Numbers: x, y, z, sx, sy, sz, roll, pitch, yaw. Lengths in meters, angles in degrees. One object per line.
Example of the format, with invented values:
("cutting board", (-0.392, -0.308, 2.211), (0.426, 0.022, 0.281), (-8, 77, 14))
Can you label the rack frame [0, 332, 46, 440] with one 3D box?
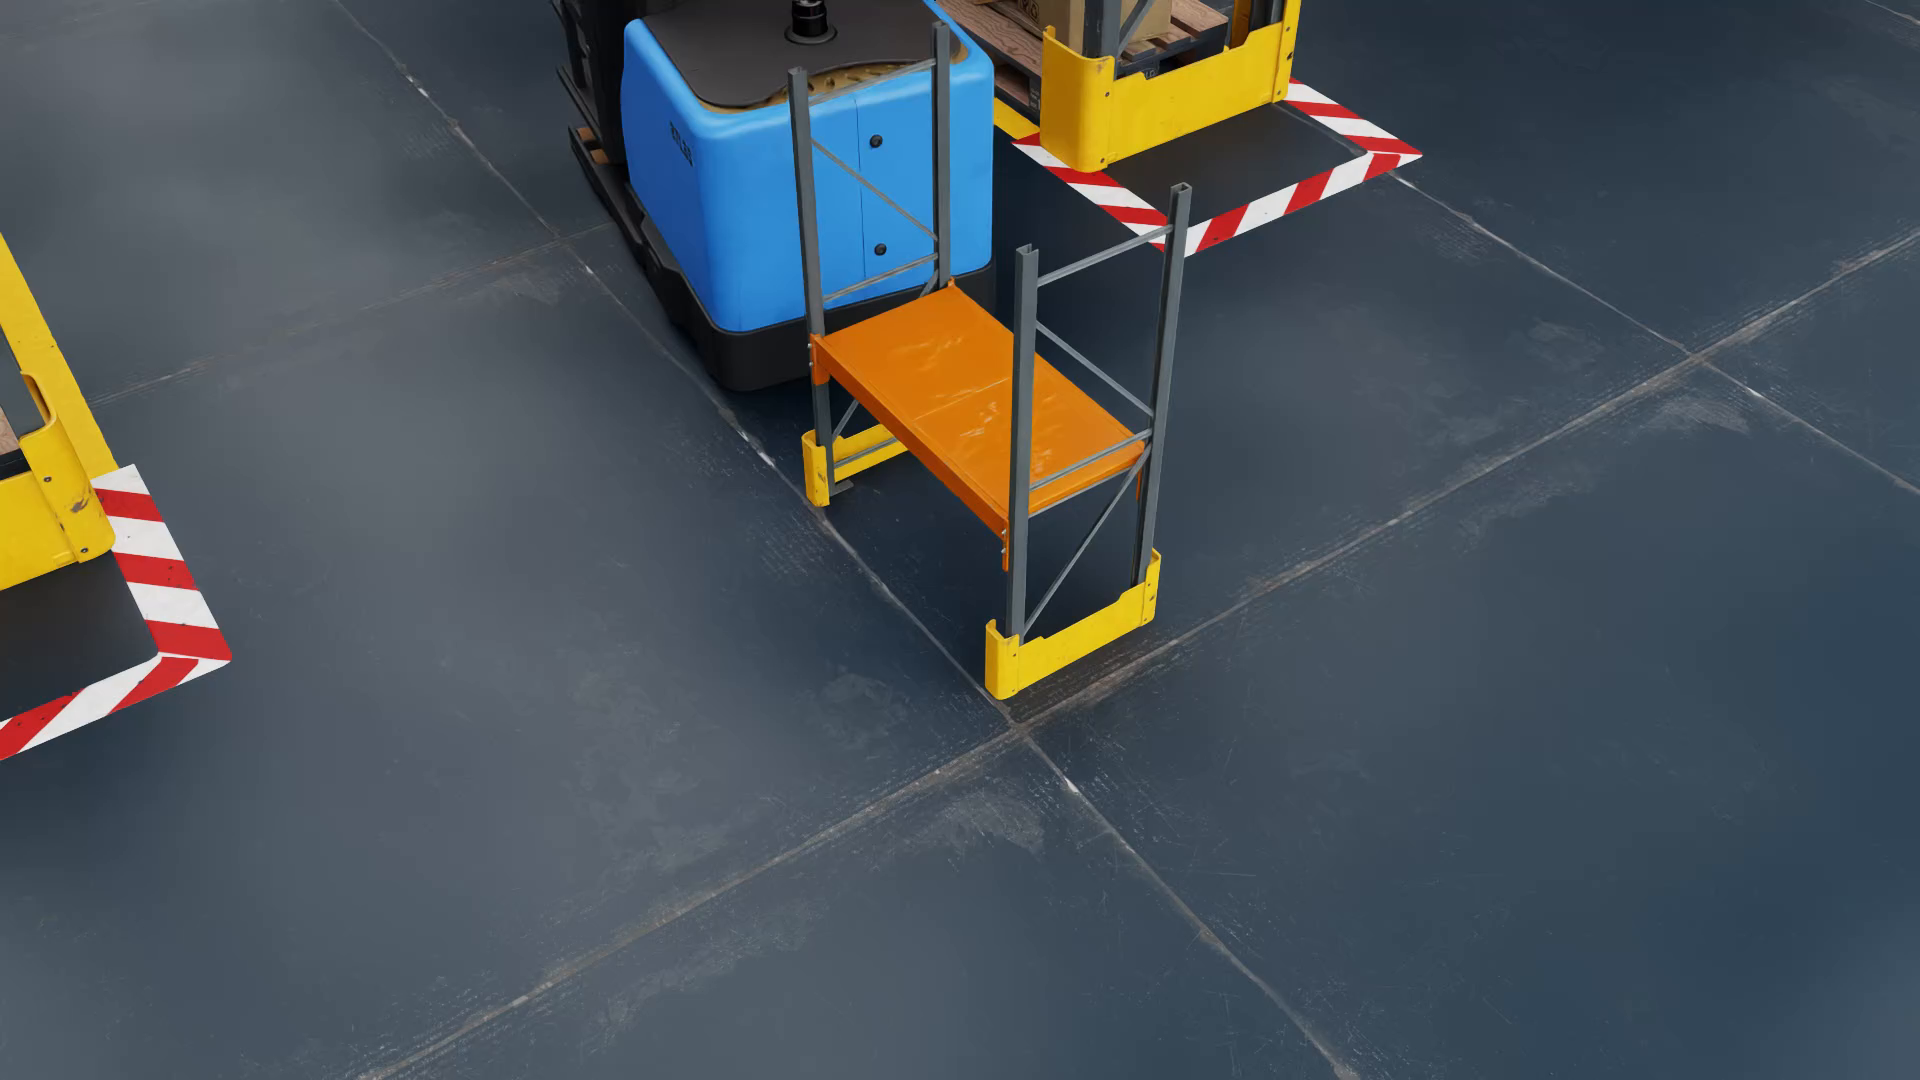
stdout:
("rack frame", (-3.134, -0.904, 4.024), (1.000, 3.000, 0.127), (-26, 49, -24))

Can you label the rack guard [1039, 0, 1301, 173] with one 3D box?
("rack guard", (0.885, -1.999, 6.982), (1.175, 0.500, 0.348), (-26, 49, -24))

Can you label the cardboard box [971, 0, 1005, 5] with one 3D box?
("cardboard box", (0.215, -2.793, 7.510), (0.500, 0.500, 0.500), (-14, 45, -14))

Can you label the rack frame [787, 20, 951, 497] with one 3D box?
("rack frame", (-0.242, -0.782, 4.983), (0.500, 1.500, 0.032), (-26, 49, -24))

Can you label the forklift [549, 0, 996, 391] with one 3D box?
("forklift", (-0.953, -2.592, 5.842), (1.130, 2.935, 3.031), (-18, 46, -18))

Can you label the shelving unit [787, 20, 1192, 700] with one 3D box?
("shelving unit", (0.044, -0.499, 4.687), (0.587, 1.500, 1.083), (-26, 49, -24))

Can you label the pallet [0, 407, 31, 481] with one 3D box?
("pallet", (-3.676, -0.382, 5.497), (1.003, 0.211, 1.213), (-26, 49, -24))

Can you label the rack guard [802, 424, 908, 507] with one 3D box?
("rack guard", (-0.241, -0.329, 5.414), (0.587, 0.250, 0.087), (-26, 49, -24))

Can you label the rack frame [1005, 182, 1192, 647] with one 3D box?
("rack frame", (0.340, -0.206, 4.380), (0.500, 1.500, 0.032), (-26, 49, -24))

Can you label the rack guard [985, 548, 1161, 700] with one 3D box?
("rack guard", (0.328, 0.235, 4.823), (0.587, 0.250, 0.087), (-26, 49, -24))

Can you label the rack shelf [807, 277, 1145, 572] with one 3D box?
("rack shelf", (0.049, -0.364, 4.806), (0.538, 0.185, 1.000), (-26, 49, -24))

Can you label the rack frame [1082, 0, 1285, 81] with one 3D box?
("rack frame", (0.929, -2.860, 6.074), (1.000, 3.000, 0.127), (-26, 49, -24))

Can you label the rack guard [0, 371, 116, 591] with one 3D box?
("rack guard", (-3.216, -0.024, 4.913), (1.175, 0.500, 0.348), (-26, 49, -24))

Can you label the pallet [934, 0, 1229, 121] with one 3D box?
("pallet", (0.450, -2.369, 7.579), (1.003, 0.211, 1.213), (-26, 49, -24))

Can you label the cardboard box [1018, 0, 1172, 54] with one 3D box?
("cardboard box", (0.585, -2.468, 7.170), (0.500, 0.500, 0.500), (-17, 46, -17))
